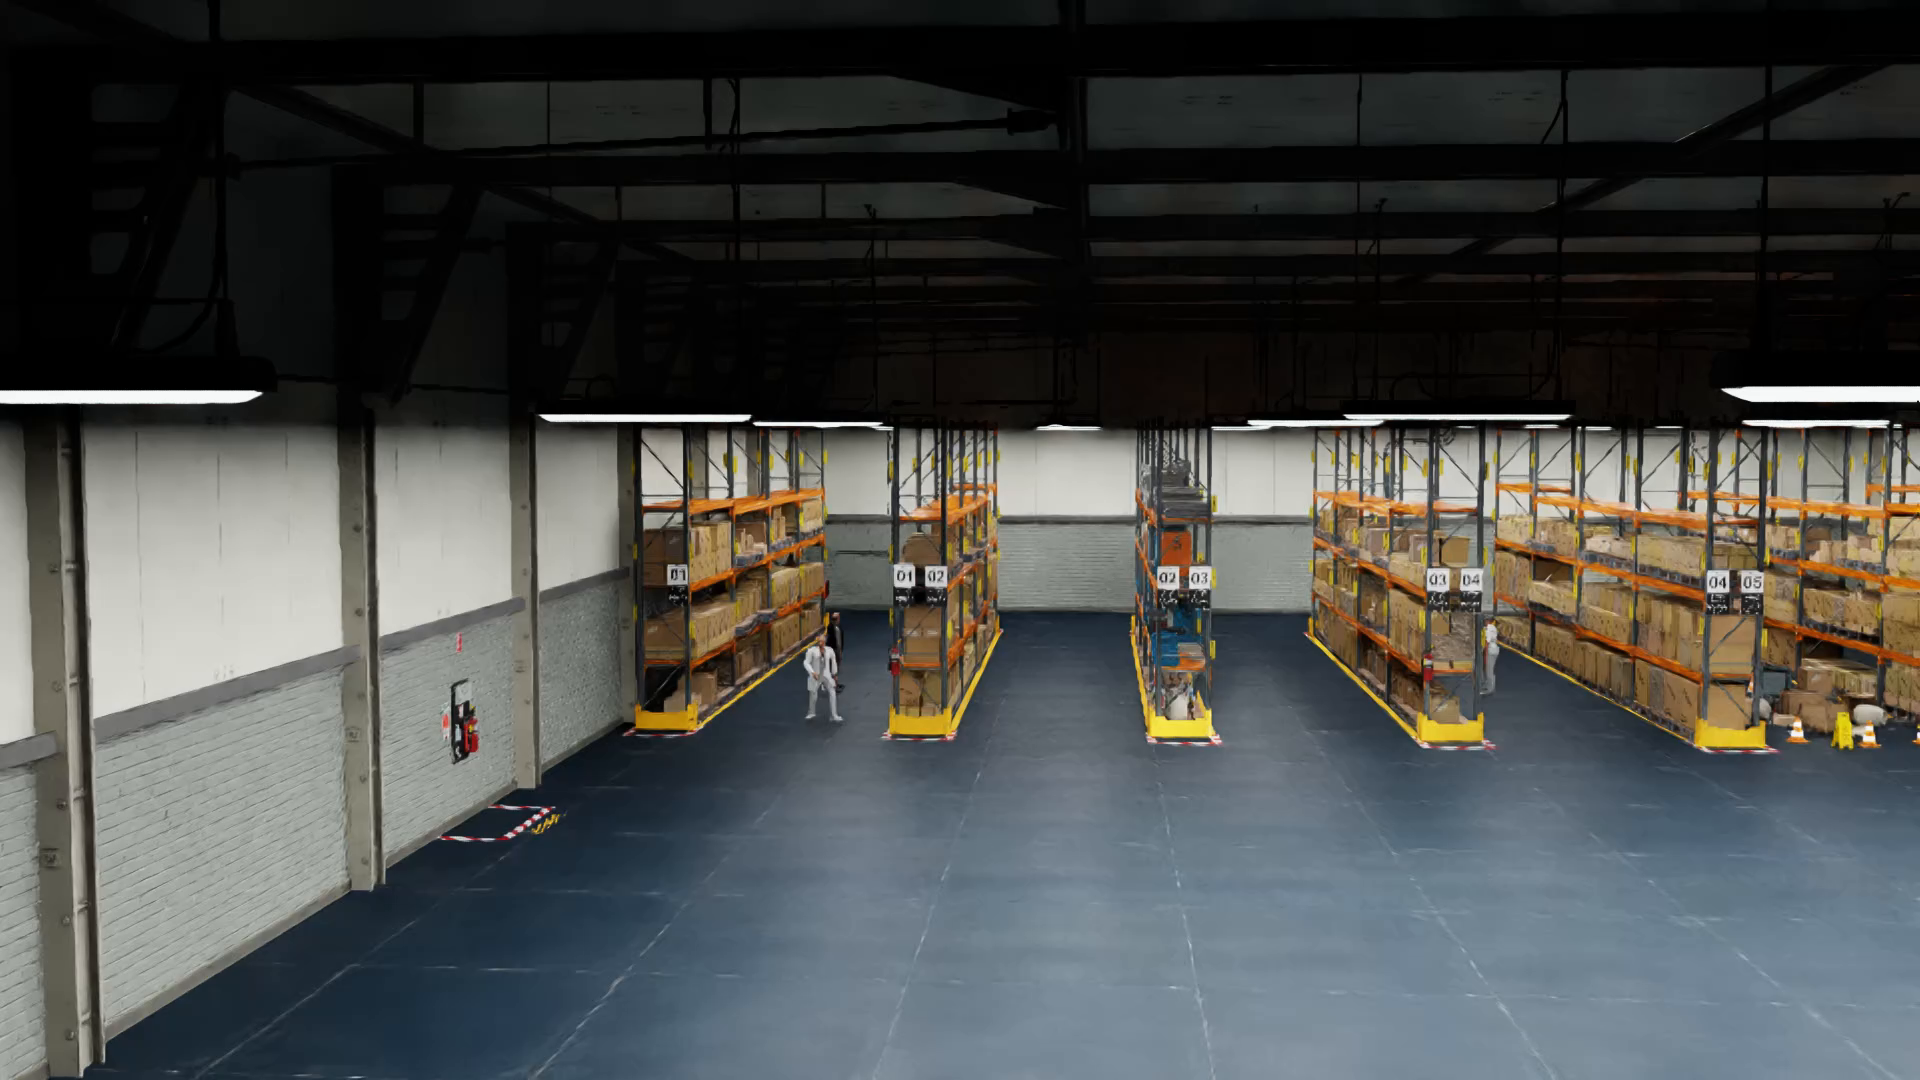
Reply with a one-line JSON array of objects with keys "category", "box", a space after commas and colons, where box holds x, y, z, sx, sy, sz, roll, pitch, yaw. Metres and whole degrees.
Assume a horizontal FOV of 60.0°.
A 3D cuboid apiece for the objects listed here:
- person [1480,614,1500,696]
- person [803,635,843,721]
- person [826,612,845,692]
[{"category": "person", "box": [11.425, 2.479, 36.092, 0.501, 1.758, 0.588, 3, 5, 35]}, {"category": "person", "box": [-2.741, 2.710, 32.853, 0.737, 1.714, 0.889, -1, 4, -13]}, {"category": "person", "box": [-2.709, 2.449, 36.679, 0.463, 1.732, 0.594, -2, 4, -24]}]
